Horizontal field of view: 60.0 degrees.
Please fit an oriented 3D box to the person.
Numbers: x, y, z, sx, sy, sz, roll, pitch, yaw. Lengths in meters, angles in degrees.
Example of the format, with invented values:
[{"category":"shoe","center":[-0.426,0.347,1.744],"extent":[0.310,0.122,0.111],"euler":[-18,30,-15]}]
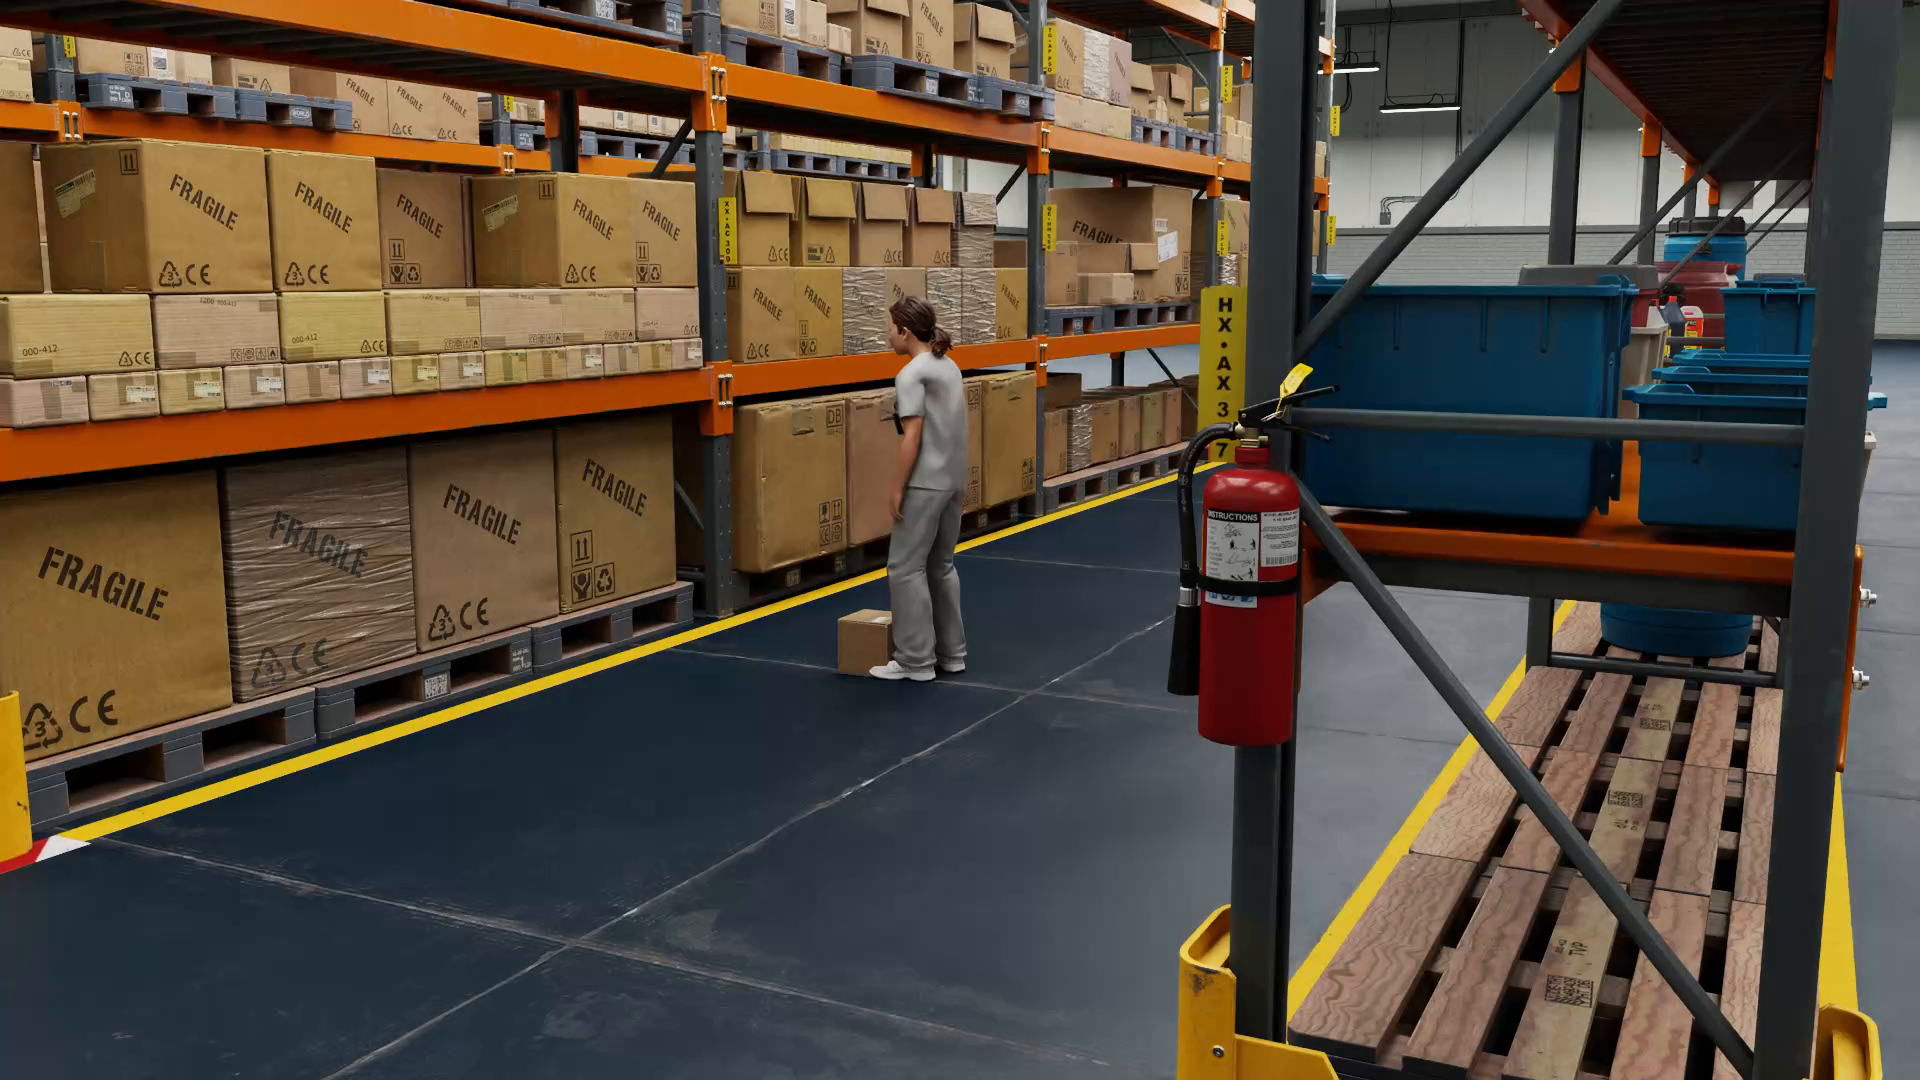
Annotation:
[{"category":"person","center":[-0.173,-0.223,7.261],"extent":[0.407,1.673,0.485],"euler":[5,10,26]}]
